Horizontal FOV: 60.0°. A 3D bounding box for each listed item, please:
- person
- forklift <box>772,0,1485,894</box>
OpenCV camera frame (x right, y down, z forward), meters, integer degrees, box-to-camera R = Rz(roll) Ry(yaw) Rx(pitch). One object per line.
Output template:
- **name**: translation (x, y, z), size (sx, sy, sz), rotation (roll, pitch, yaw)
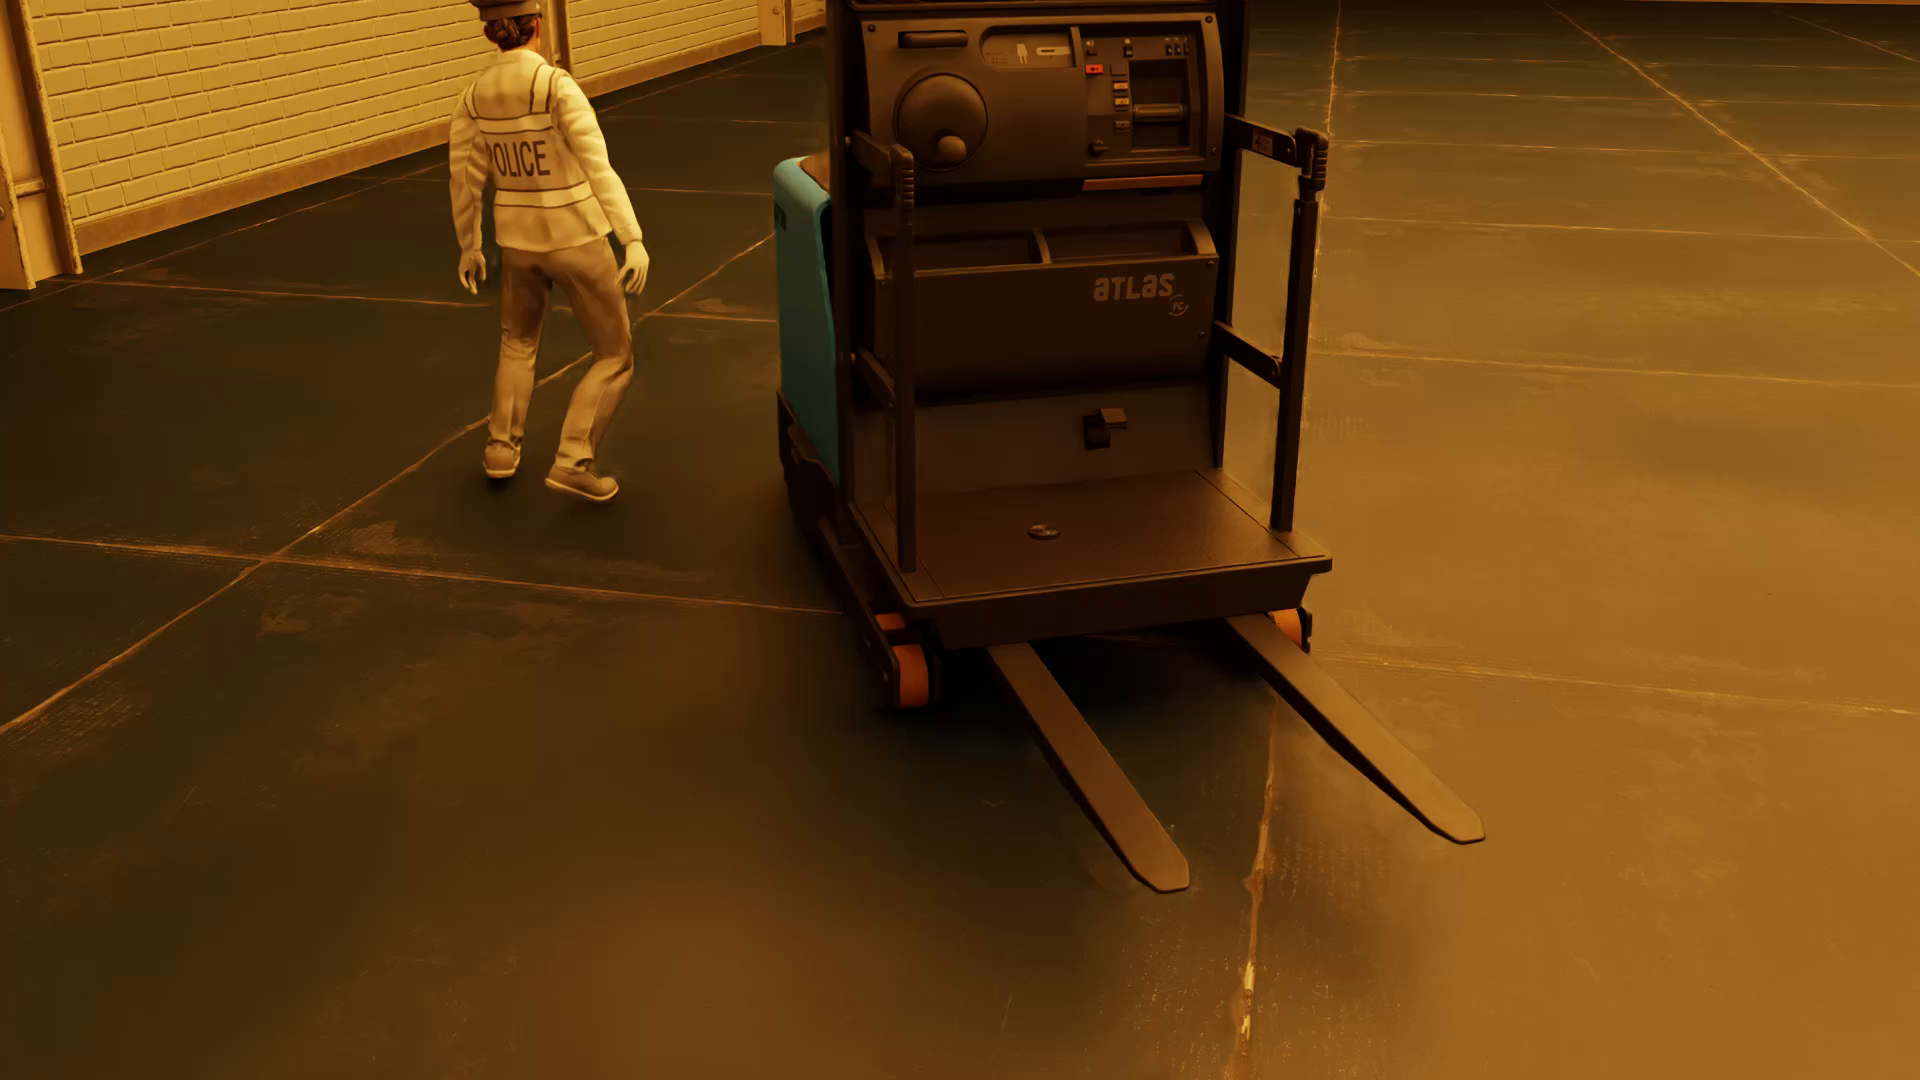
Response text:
- **person**: translation (-1.299, -0.912, 5.206), size (0.790, 1.593, 0.456), rotation (11, 25, 25)
- **forklift**: translation (0.275, -1.100, 3.964), size (1.130, 2.935, 3.031), rotation (-6, 23, -14)
